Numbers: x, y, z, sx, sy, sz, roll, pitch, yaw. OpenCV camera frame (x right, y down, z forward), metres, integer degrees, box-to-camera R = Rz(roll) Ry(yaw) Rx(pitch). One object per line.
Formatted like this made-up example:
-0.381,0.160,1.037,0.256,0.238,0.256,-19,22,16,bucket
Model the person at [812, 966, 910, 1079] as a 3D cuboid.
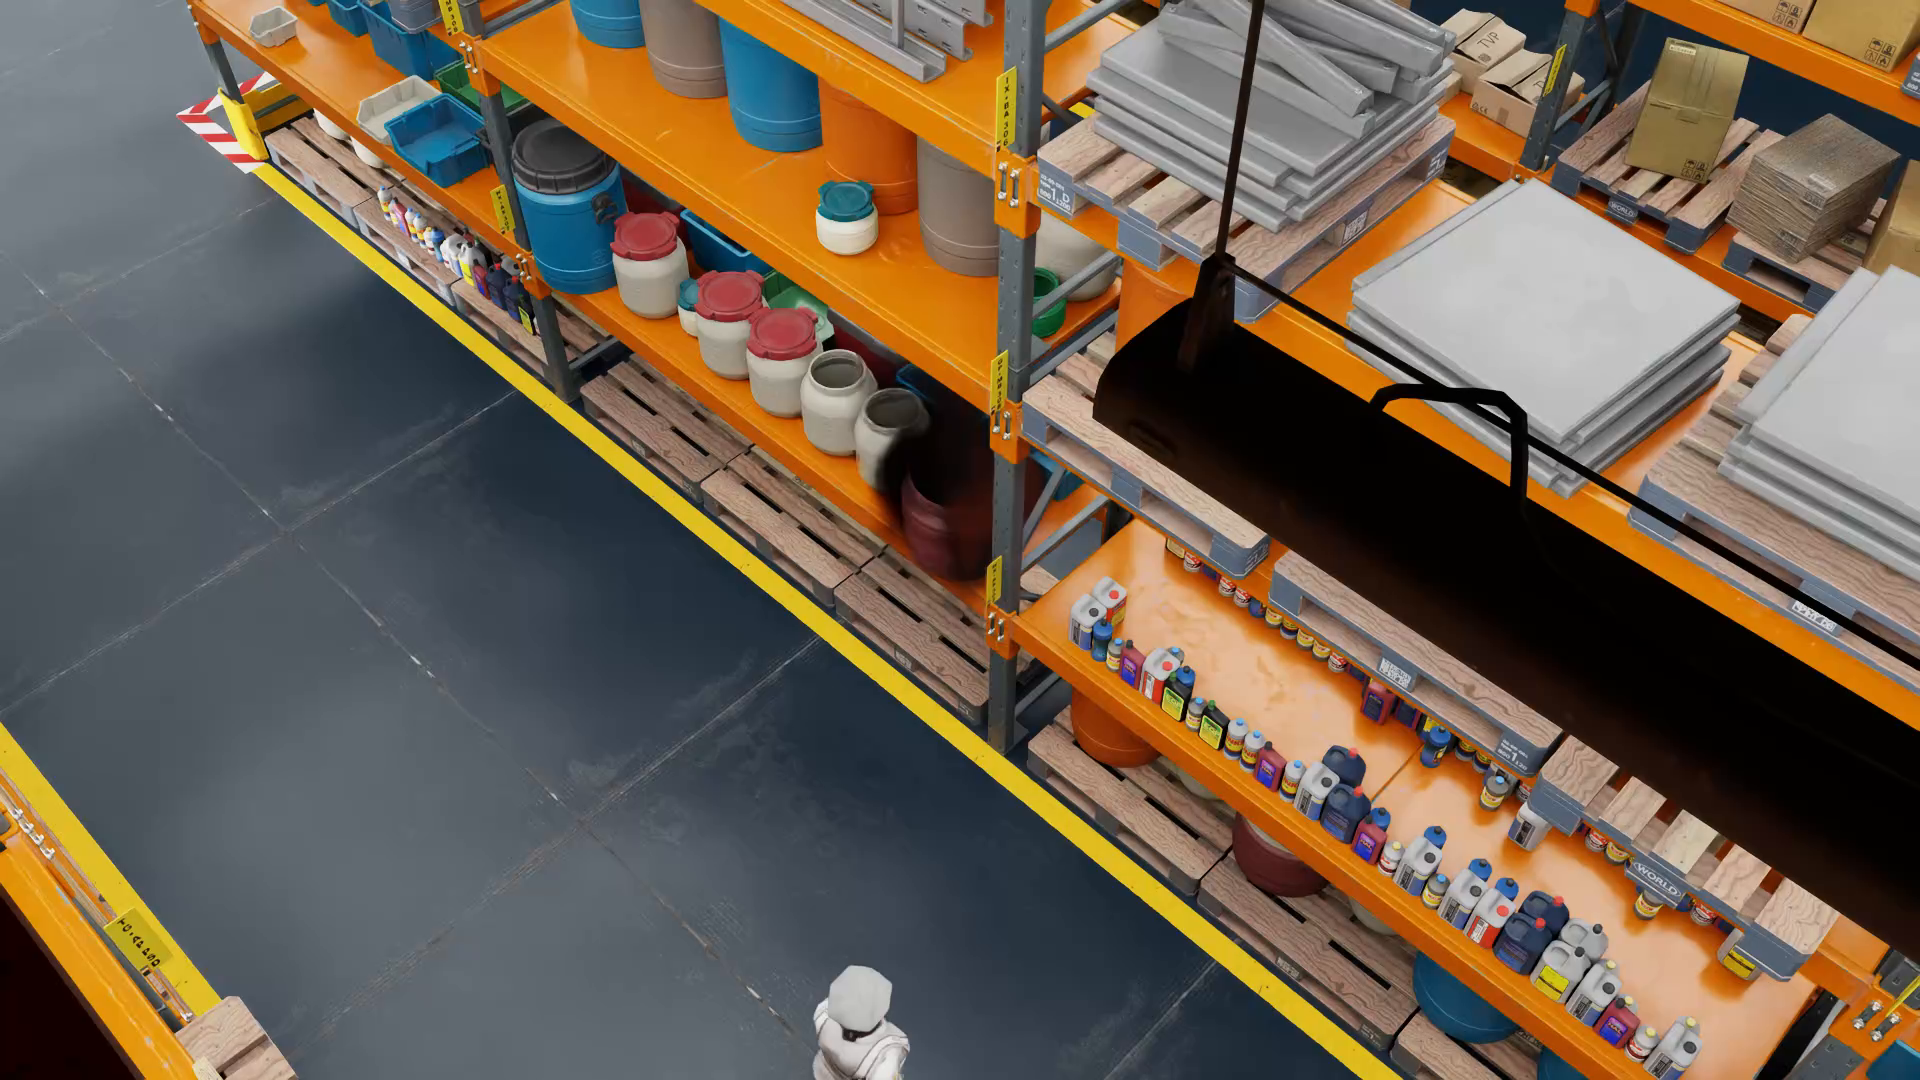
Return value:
-0.398,2.273,7.008,0.374,1.680,0.457,-33,57,-24,person
